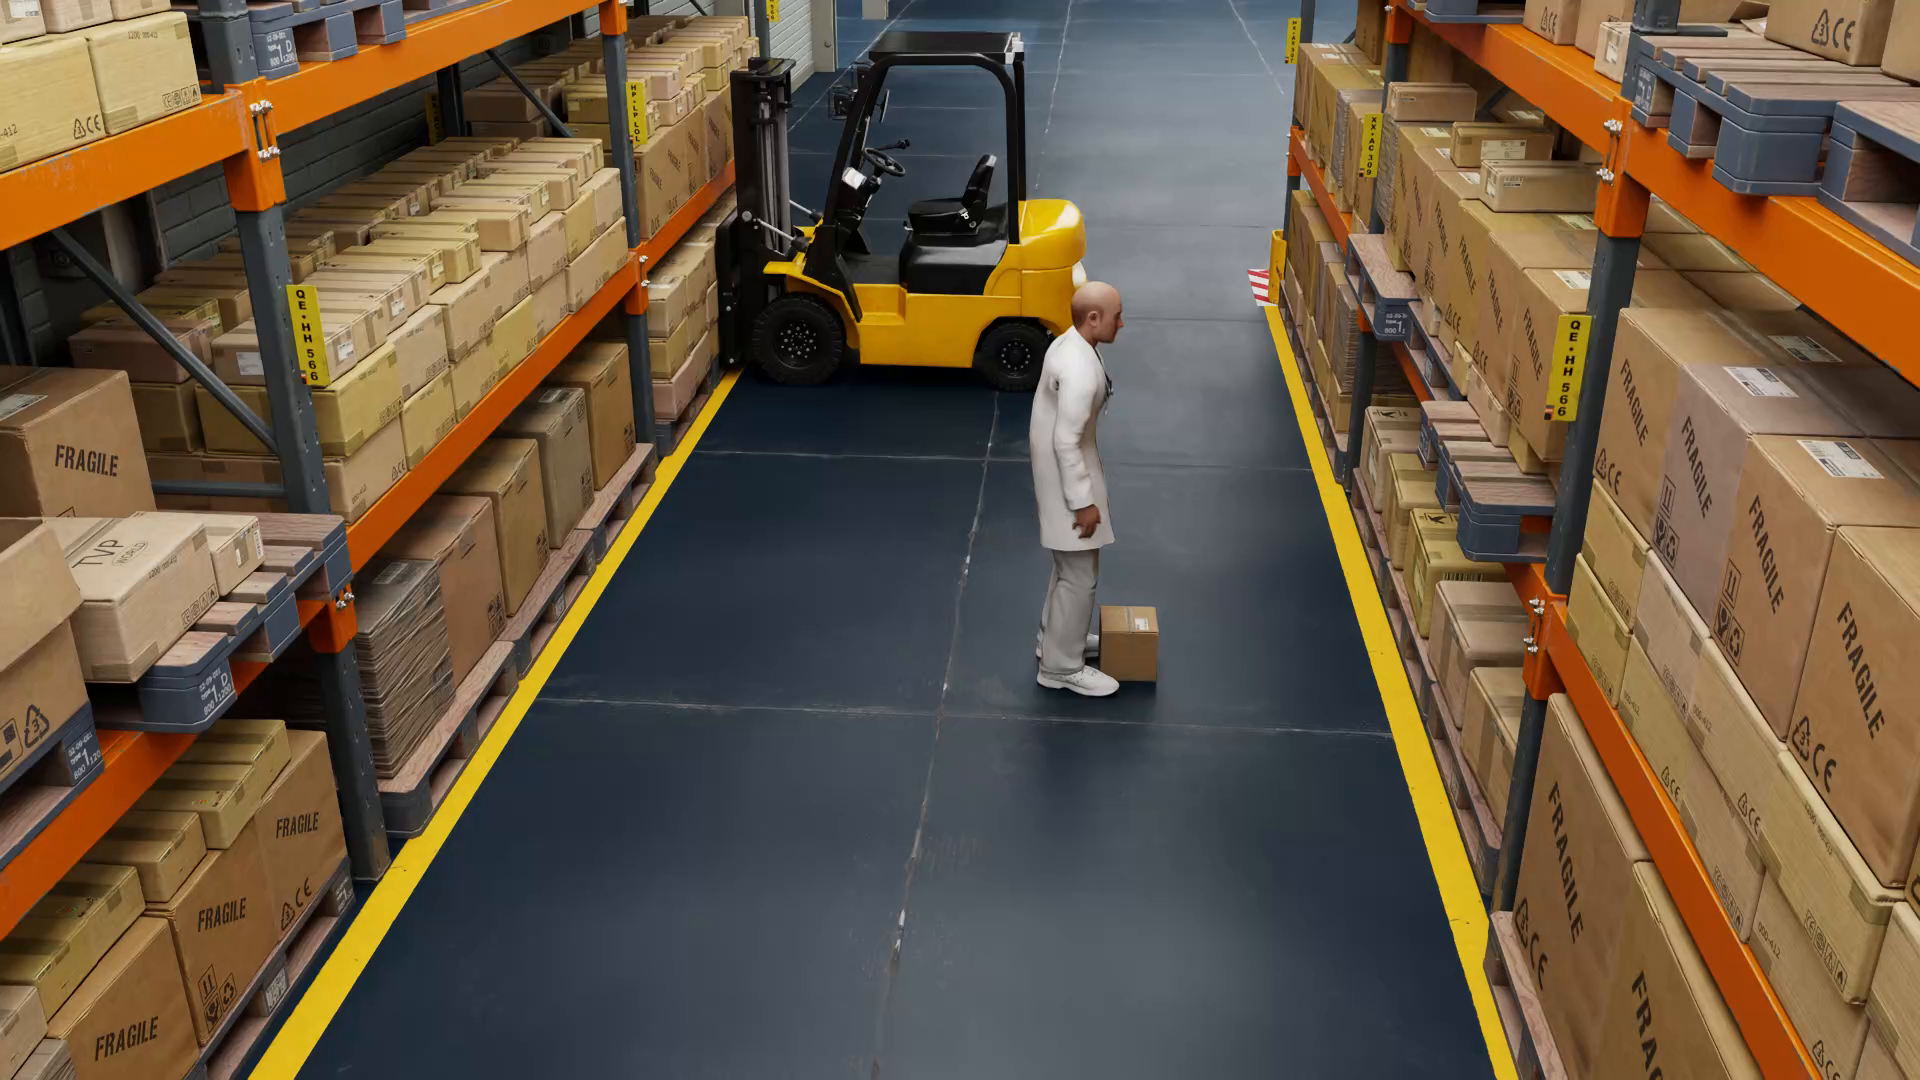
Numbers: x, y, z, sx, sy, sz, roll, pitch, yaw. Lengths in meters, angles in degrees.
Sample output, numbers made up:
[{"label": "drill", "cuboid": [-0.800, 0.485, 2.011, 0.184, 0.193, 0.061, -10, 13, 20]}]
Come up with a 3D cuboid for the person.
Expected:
[{"label": "person", "cuboid": [0.503, -0.239, 7.155, 0.416, 1.774, 0.651, 1, 24, 3]}]
